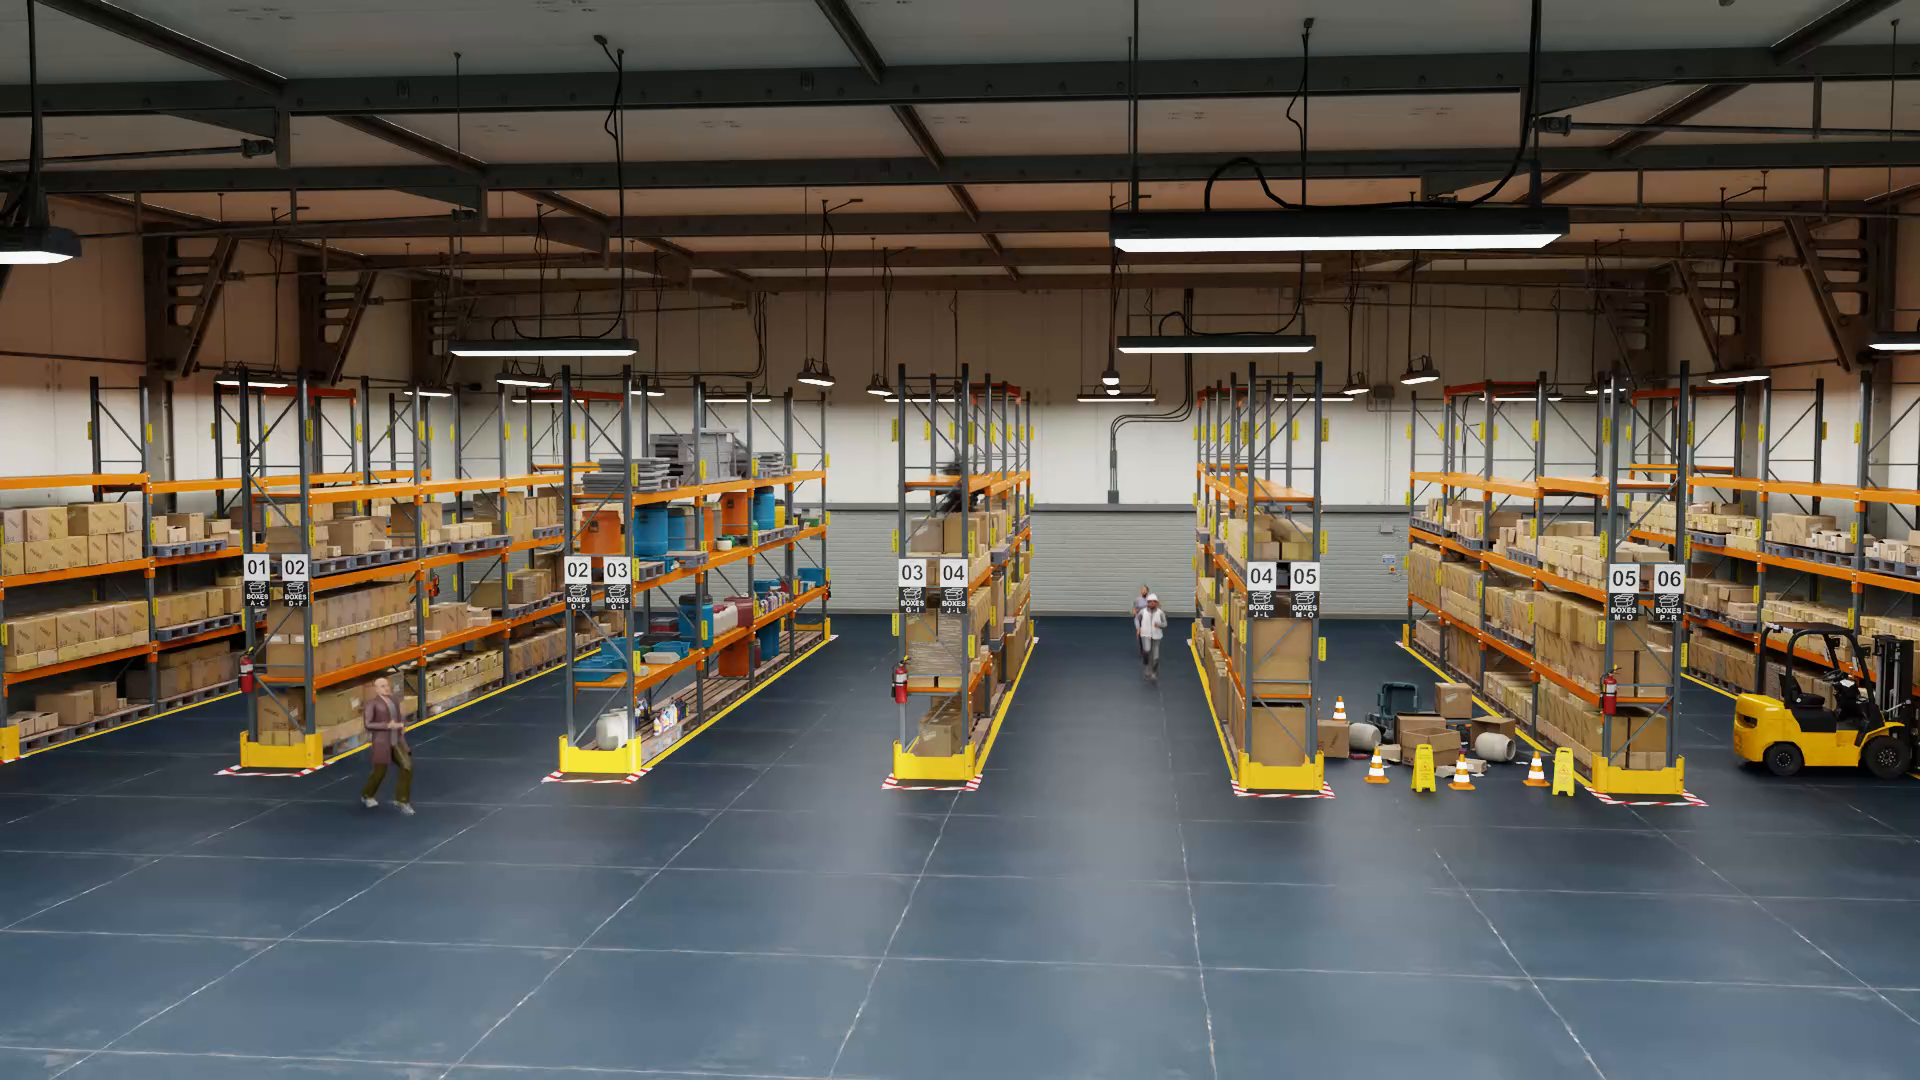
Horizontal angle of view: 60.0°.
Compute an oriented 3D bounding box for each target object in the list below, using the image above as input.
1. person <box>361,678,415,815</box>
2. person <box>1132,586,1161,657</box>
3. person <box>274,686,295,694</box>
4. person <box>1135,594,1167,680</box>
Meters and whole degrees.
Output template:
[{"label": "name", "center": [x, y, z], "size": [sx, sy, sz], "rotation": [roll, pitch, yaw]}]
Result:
[{"label": "person", "center": [-7.585, 2.725, 22.003], "size": [0.874, 1.823, 0.726], "rotation": [3, 4, 35]}, {"label": "person", "center": [4.176, 1.823, 37.253], "size": [0.640, 1.612, 0.601], "rotation": [1, 4, 9]}, {"label": "person", "center": [-11.903, 2.240, 29.452], "size": [0.675, 1.805, 0.689], "rotation": [0, 4, -2]}, {"label": "person", "center": [3.820, 1.950, 33.175], "size": [0.624, 1.748, 0.801], "rotation": [0, 4, 1]}]
